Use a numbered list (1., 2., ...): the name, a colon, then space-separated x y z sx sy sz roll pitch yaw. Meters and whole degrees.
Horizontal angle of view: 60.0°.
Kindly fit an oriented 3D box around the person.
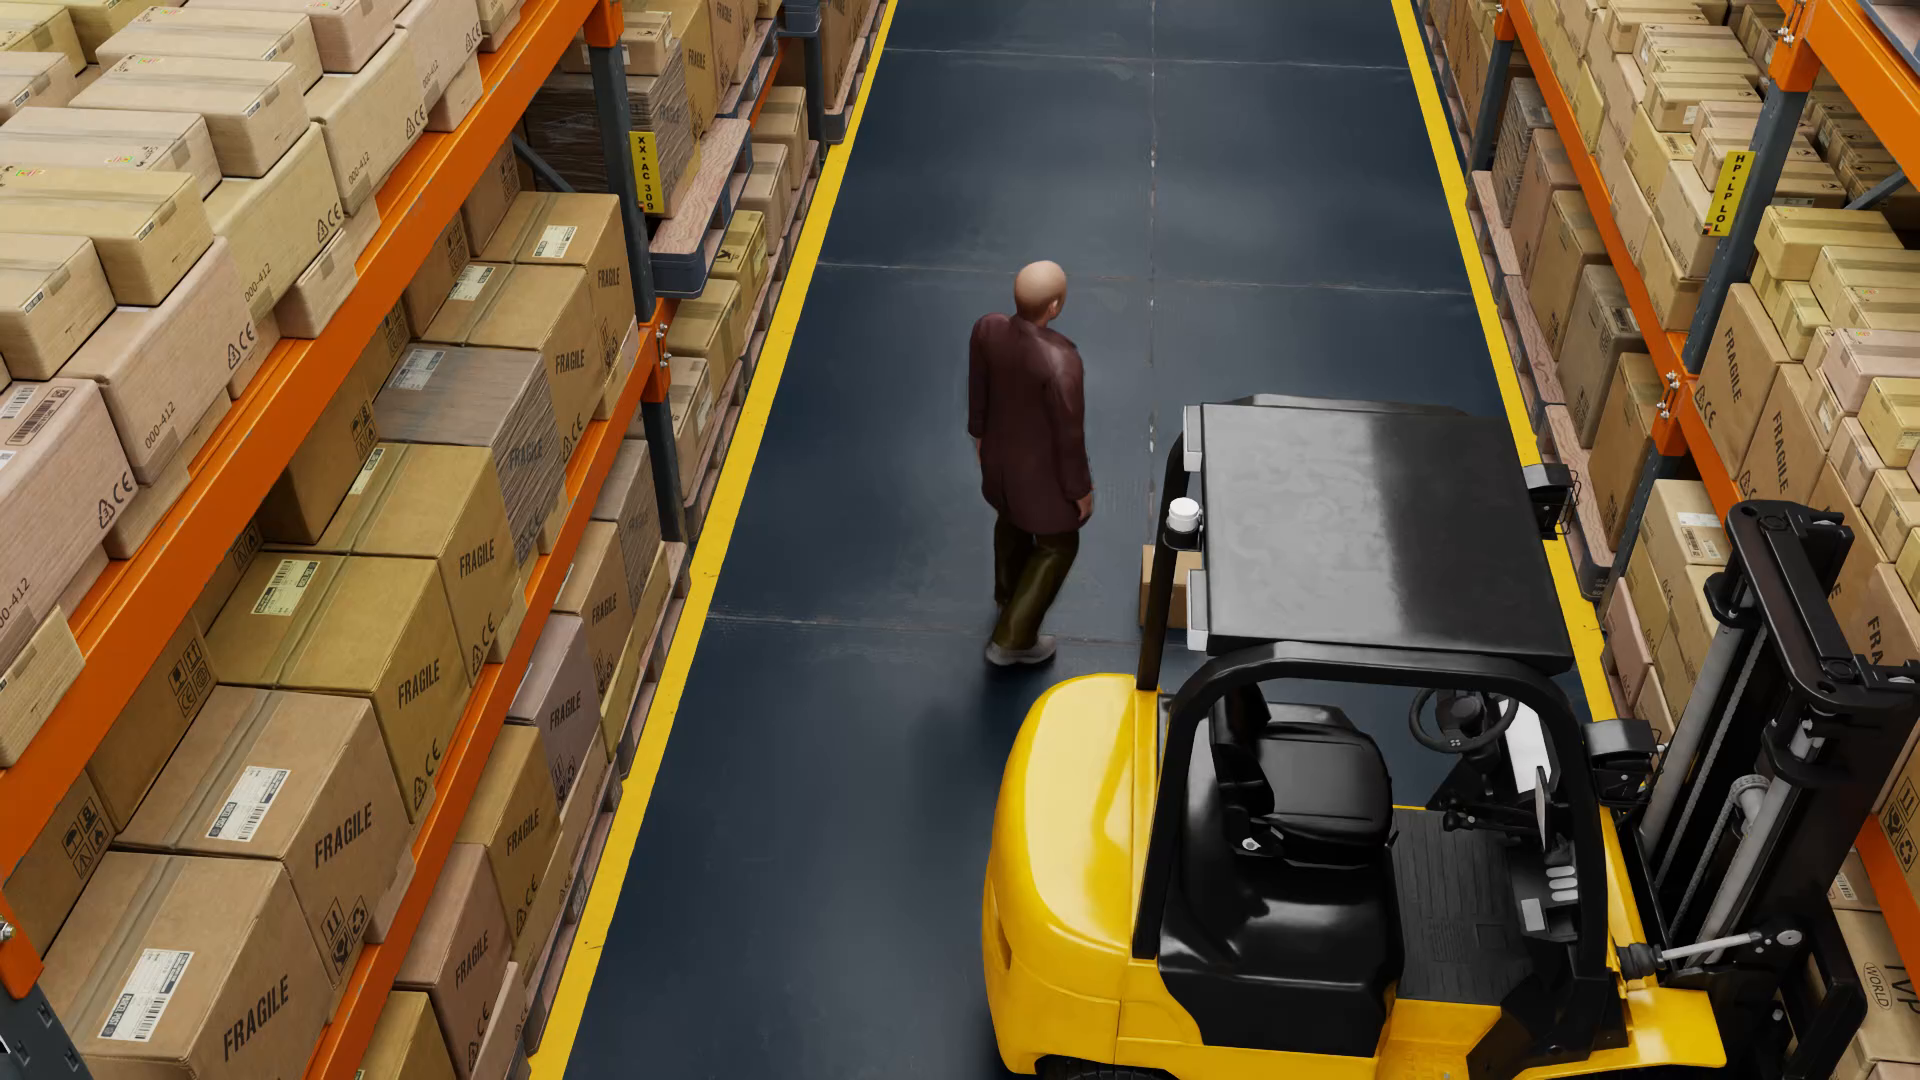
1. person: 0.270 -0.311 6.539 0.705 1.777 0.642 -32 49 -33
